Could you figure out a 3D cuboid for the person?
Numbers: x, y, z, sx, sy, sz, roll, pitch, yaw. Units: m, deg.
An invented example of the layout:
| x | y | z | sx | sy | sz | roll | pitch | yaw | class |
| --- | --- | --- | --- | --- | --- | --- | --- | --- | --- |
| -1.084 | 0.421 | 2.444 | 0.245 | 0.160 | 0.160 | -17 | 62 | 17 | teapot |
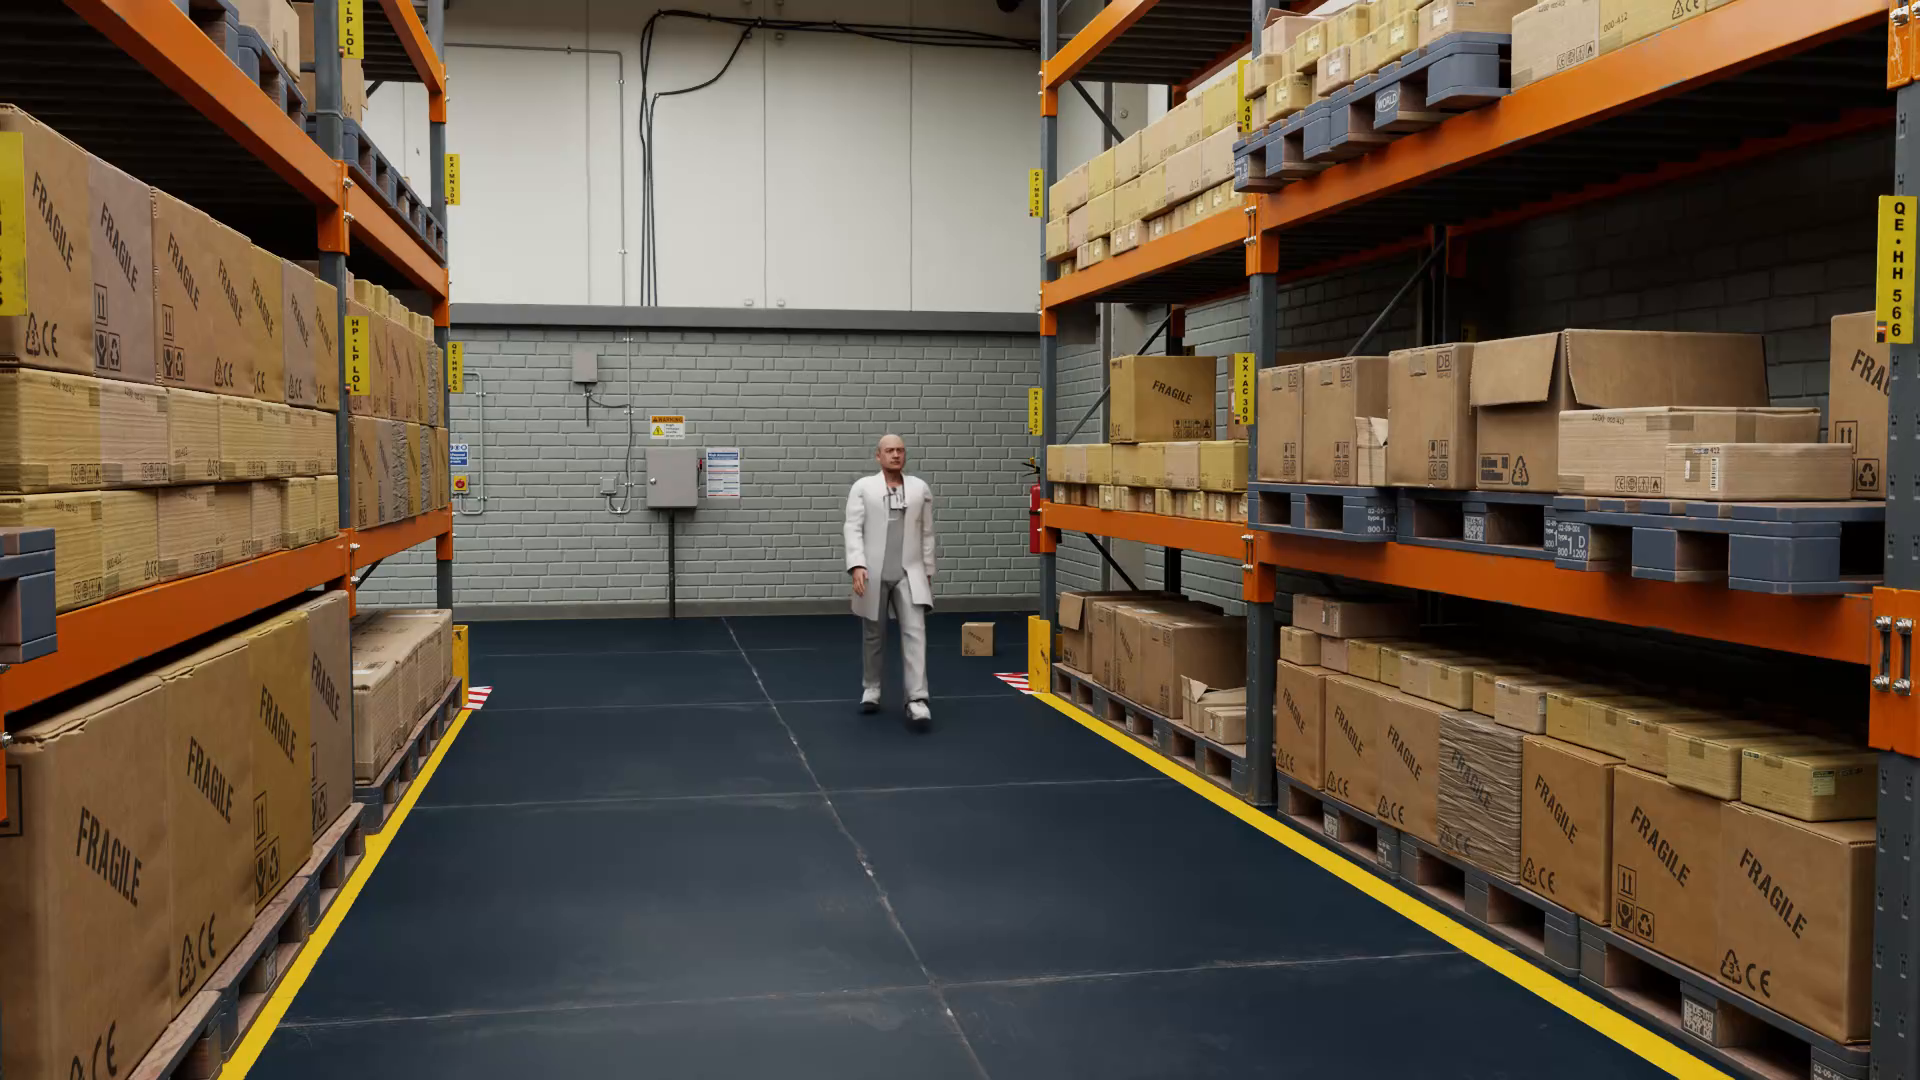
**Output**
| x | y | z | sx | sy | sz | roll | pitch | yaw | class |
| --- | --- | --- | --- | --- | --- | --- | --- | --- | --- |
| -0.417 | 0.209 | 10.212 | 0.598 | 1.716 | 1.121 | 0 | 3 | -7 | person |
